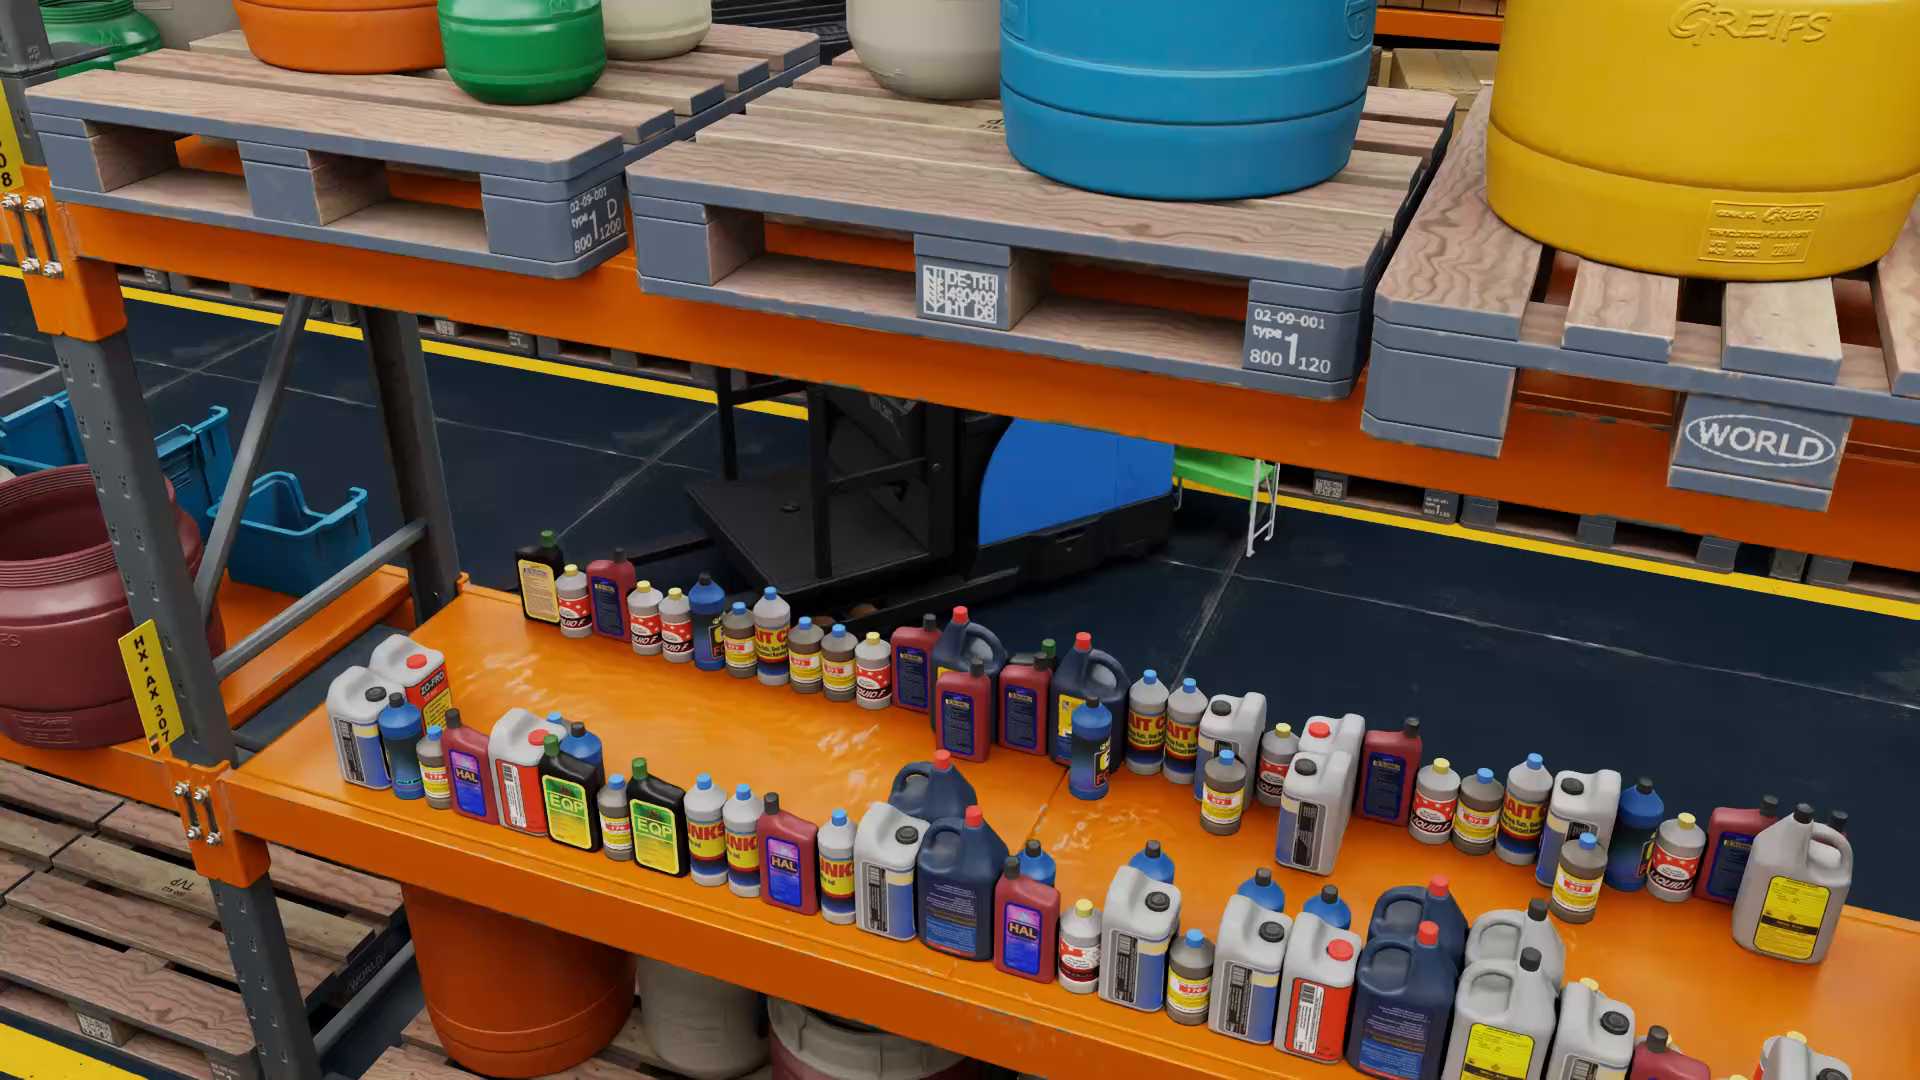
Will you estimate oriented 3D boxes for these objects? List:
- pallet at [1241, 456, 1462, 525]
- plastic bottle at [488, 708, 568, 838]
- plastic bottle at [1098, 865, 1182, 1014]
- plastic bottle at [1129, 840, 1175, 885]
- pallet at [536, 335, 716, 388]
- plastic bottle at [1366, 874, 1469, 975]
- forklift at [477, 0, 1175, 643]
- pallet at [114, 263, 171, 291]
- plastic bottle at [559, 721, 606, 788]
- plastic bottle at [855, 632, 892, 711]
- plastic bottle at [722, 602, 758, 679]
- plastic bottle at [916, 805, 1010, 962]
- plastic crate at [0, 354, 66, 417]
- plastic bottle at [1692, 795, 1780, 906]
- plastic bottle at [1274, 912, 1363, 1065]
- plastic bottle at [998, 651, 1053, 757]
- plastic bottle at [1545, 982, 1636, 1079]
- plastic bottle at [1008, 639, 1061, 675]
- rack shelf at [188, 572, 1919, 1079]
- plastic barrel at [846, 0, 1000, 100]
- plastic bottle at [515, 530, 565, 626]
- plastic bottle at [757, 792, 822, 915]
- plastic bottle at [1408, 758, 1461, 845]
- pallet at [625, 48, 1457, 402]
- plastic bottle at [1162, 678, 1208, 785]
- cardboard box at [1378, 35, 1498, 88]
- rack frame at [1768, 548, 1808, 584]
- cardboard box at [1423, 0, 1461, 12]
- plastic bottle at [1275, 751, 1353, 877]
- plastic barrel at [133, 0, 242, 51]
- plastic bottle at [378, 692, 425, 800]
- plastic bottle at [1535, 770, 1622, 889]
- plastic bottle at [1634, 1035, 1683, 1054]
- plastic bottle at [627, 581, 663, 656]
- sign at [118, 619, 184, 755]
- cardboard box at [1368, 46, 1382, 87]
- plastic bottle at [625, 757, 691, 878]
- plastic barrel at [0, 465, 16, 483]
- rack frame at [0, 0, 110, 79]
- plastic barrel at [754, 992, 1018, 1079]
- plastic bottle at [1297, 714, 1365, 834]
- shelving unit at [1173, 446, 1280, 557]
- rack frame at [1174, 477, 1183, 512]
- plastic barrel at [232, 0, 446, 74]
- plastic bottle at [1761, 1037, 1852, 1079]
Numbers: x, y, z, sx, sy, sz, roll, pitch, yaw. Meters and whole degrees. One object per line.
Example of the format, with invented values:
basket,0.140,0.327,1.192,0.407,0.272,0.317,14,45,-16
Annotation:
pallet,1.966,-0.495,8.411,1.213,0.211,1.003,11,31,19
plastic bottle,-0.996,0.534,3.883,0.135,0.276,0.152,11,31,19
plastic bottle,0.371,0.807,3.400,0.135,0.276,0.152,11,31,19
plastic bottle,0.400,0.748,3.508,0.097,0.271,0.097,0,29,0
pallet,-1.713,-1.273,9.788,1.213,0.211,1.003,11,31,19
plastic bottle,0.911,0.808,3.323,0.185,0.351,0.144,11,31,19
forklift,-0.563,-1.090,6.700,3.031,2.935,1.130,-15,33,-25
pallet,-5.400,-2.008,11.088,1.213,0.211,1.003,11,31,19
plastic bottle,-0.876,0.542,3.873,0.097,0.271,0.097,0,29,0
plastic bottle,-0.223,0.332,4.316,0.097,0.201,0.097,0,29,0
plastic bottle,-0.584,0.260,4.443,0.097,0.201,0.097,0,29,0
plastic bottle,0.007,0.704,3.507,0.185,0.351,0.144,11,31,19
plastic crate,-3.086,-0.299,5.166,0.583,0.464,0.402,11,31,19
plastic bottle,1.700,0.671,3.634,0.133,0.283,0.061,11,31,19
plastic bottle,0.710,0.875,3.280,0.135,0.276,0.152,11,31,19
plastic bottle,0.163,0.396,4.119,0.133,0.283,0.061,11,31,19
plastic bottle,1.177,0.968,3.115,0.135,0.276,0.152,11,31,19
plastic bottle,0.185,0.368,4.168,0.133,0.283,0.061,11,31,19
rack shelf,0.149,0.850,3.929,4.000,0.370,1.077,11,31,19
plastic barrel,-0.004,-1.122,3.073,0.433,0.535,0.433,0,29,0
plastic bottle,-1.169,0.098,4.647,0.133,0.283,0.061,11,31,19
plastic bottle,-0.371,0.680,3.618,0.133,0.283,0.061,11,31,19
plastic bottle,1.100,0.596,3.848,0.097,0.201,0.097,0,29,0
pallet,0.188,-0.626,2.952,1.213,0.211,1.003,11,31,19
plastic bottle,0.547,0.456,4.026,0.097,0.271,0.097,0,29,0
cardboard box,3.462,-3.236,12.185,0.750,0.750,0.750,11,31,19
rack frame,3.869,-1.351,7.092,0.127,3.000,1.000,11,31,19
cardboard box,3.442,-3.858,11.762,0.250,0.149,0.380,12,32,20
plastic bottle,0.802,0.600,3.767,0.135,0.276,0.152,11,31,19
plastic barrel,-1.876,-1.385,3.989,0.421,0.512,0.421,0,29,0
plastic bottle,-1.327,0.484,3.975,0.097,0.271,0.097,0,29,0
plastic bottle,1.378,0.634,3.706,0.135,0.276,0.152,11,31,19
plastic bottle,1.298,1.007,3.123,0.097,0.201,0.097,0,29,0
plastic bottle,-0.855,0.206,4.539,0.097,0.201,0.097,0,29,0
sign,-1.904,0.348,3.920,0.005,0.325,0.100,11,31,19
cardboard box,1.564,-1.996,7.704,0.500,0.500,0.700,18,34,28
plastic bottle,-0.675,0.619,3.725,0.133,0.283,0.061,11,31,19
plastic barrel,-2.737,0.025,4.543,0.421,0.512,0.421,0,29,0
rack frame,-1.704,-2.445,2.930,0.127,3.000,1.000,11,31,19
plastic barrel,-0.198,1.326,4.380,0.708,0.588,0.600,11,31,19
plastic bottle,0.859,0.530,3.889,0.135,0.276,0.152,11,31,19
shelving unit,1.189,-0.563,7.527,0.503,1.200,0.258,19,35,30
rack frame,0.990,-0.633,7.651,0.015,1.200,0.240,19,35,30
plastic barrel,-1.179,-1.402,3.271,0.708,0.830,0.600,11,31,19
plastic bottle,1.516,1.035,2.996,0.135,0.276,0.152,11,31,19
